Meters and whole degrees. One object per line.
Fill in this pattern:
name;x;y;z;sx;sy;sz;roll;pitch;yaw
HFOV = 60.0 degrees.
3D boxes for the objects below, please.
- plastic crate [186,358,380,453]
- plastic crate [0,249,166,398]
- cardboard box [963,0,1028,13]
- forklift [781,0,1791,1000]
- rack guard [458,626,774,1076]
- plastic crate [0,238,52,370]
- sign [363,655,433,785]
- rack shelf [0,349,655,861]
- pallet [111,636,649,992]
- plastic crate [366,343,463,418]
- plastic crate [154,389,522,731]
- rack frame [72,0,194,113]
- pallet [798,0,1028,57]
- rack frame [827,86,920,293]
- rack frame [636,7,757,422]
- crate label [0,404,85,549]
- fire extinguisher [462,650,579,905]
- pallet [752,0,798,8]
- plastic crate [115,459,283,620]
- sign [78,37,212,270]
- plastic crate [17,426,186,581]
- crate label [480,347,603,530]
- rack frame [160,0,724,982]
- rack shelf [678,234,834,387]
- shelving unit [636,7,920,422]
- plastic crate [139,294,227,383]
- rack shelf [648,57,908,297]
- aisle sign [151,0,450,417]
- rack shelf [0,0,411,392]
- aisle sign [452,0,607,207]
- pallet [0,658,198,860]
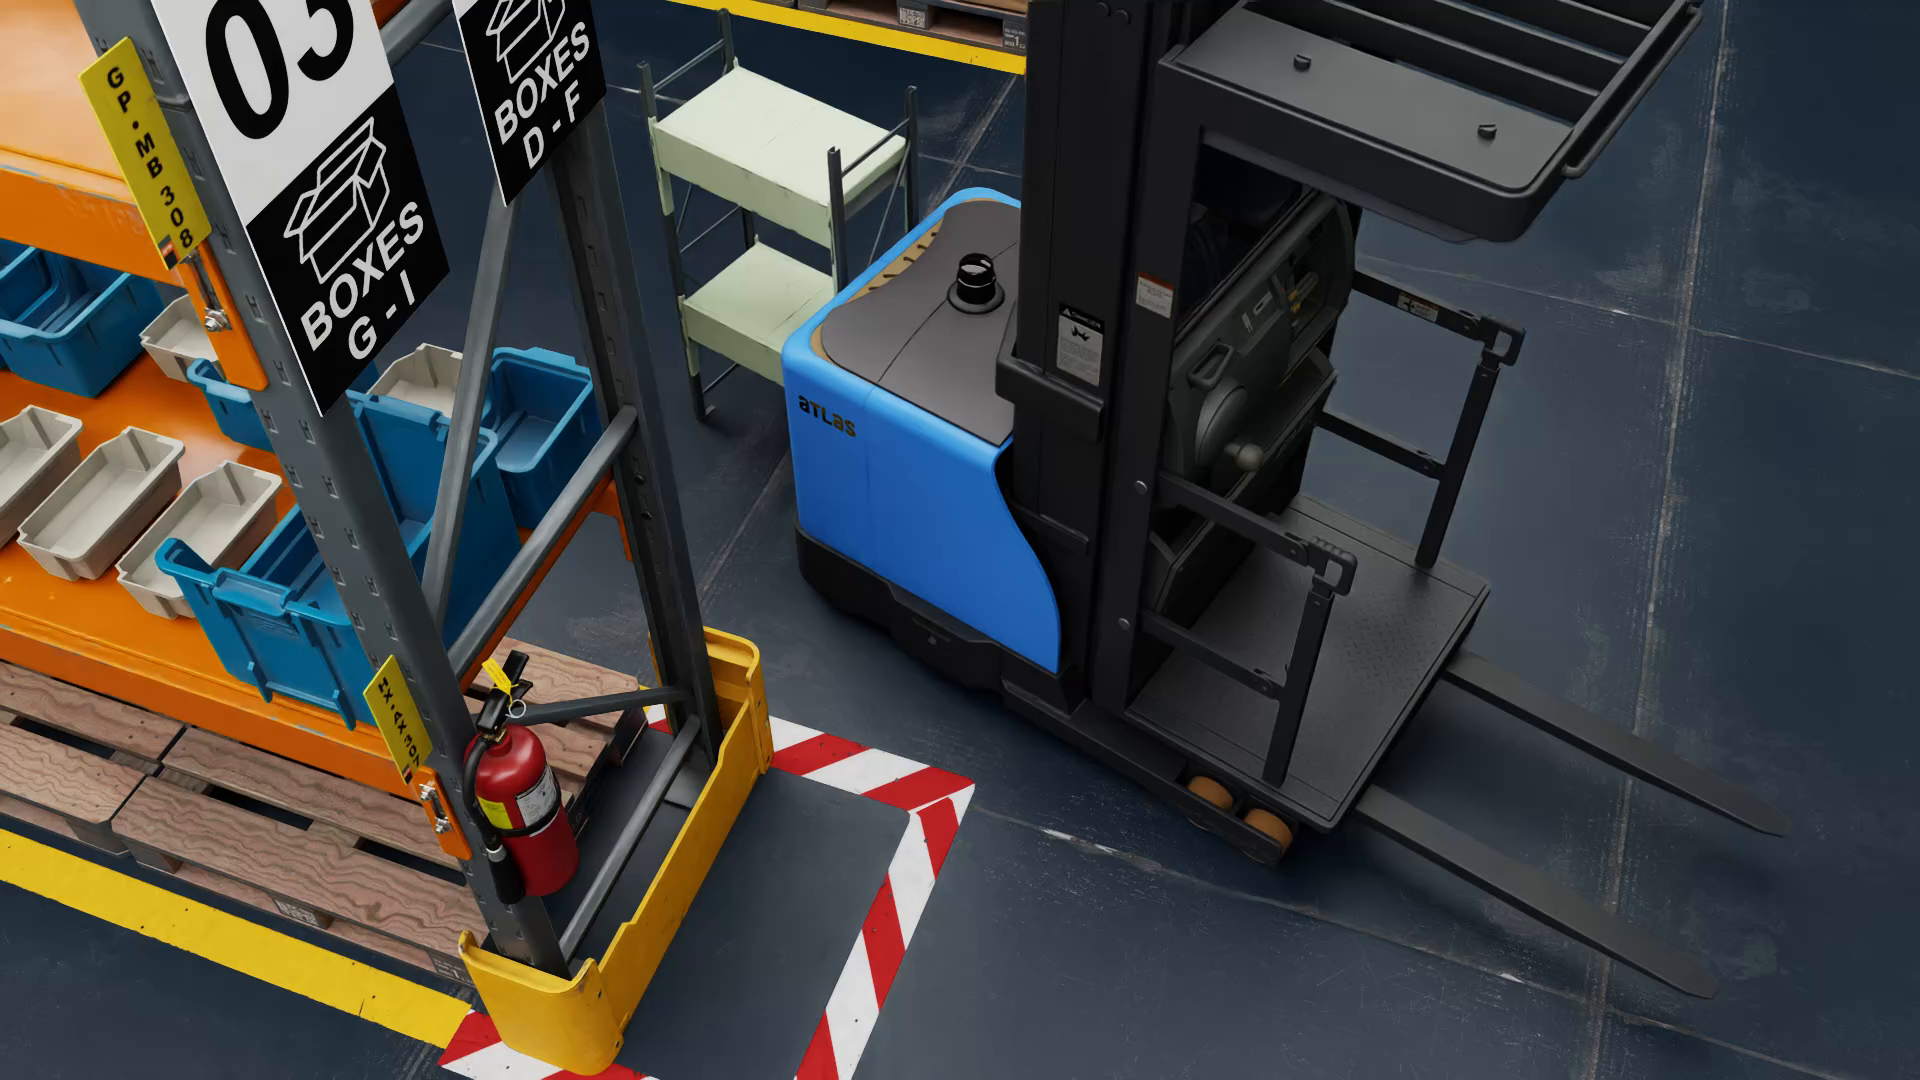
plastic crate;-1.685;-0.411;4.192;0.300;0.233;0.416;16;51;13
plastic crate;-2.303;-0.584;4.342;0.300;0.233;0.416;16;51;13
cardboard box;0.174;-2.779;7.537;0.500;0.500;0.500;16;51;13
forklift;0.955;-0.468;4.216;3.031;2.935;1.130;28;55;22
rack guard;-0.923;0.840;4.691;0.348;0.500;1.175;16;51;13
plastic crate;-2.585;-0.662;4.410;0.300;0.233;0.416;16;51;13
sign;-1.126;0.365;3.341;0.005;0.325;0.100;16;51;13
rack shelf;-2.827;-0.264;4.470;4.000;0.370;1.077;16;51;13
pallet;-1.711;0.694;5.009;1.213;0.211;1.003;16;51;13
plastic crate;-1.340;-0.350;4.203;0.298;0.136;0.250;16;51;13
plastic crate;-1.329;0.038;3.669;0.499;0.435;0.616;16;51;13
rack frame;-0.950;-1.941;1.477;0.127;3.000;1.000;16;51;13
pallet;-0.050;-2.801;8.038;1.213;0.211;1.003;16;51;13
rack frame;-0.254;-0.731;5.391;0.023;1.500;0.400;28;55;22
rack frame;-0.849;-1.053;5.670;0.023;1.500;0.400;28;55;22
crate label;-2.315;-0.136;4.018;0.243;0.136;0.396;16;51;13
fire extinguisher;-0.966;0.533;3.601;0.183;0.674;0.296;16;51;13
pallet;-1.190;-3.121;8.316;1.213;0.211;1.003;16;51;13
plastic crate;-1.778;0.006;3.895;0.243;0.136;0.396;16;51;13
sign;-1.126;-0.530;2.309;0.005;0.325;0.100;16;51;13
plastic crate;-2.045;-0.081;3.970;0.243;0.136;0.396;16;51;13
crate label;-1.068;-0.239;4.043;0.303;0.233;0.416;16;51;13
rack frame;-0.950;0.024;3.744;0.127;3.000;1.000;16;51;13
rack shelf;-0.551;-0.678;5.777;0.720;0.370;0.431;28;55;22
shelving unit;-0.551;-0.892;5.530;0.755;1.500;0.431;28;55;22
plastic crate;-1.976;-0.528;4.357;0.298;0.136;0.250;16;51;13
rack shelf;-0.551;-1.147;5.235;0.720;0.370;0.431;28;55;22
aisle sign;-0.984;-0.601;2.565;0.004;0.787;0.394;16;51;13
rack shelf;-2.827;-1.246;3.336;4.000;0.370;1.077;16;51;13
aisle sign;-0.780;-1.019;2.928;0.004;0.787;0.394;16;51;13
pallet;-2.851;0.373;5.287;1.213;0.211;1.003;16;51;13
